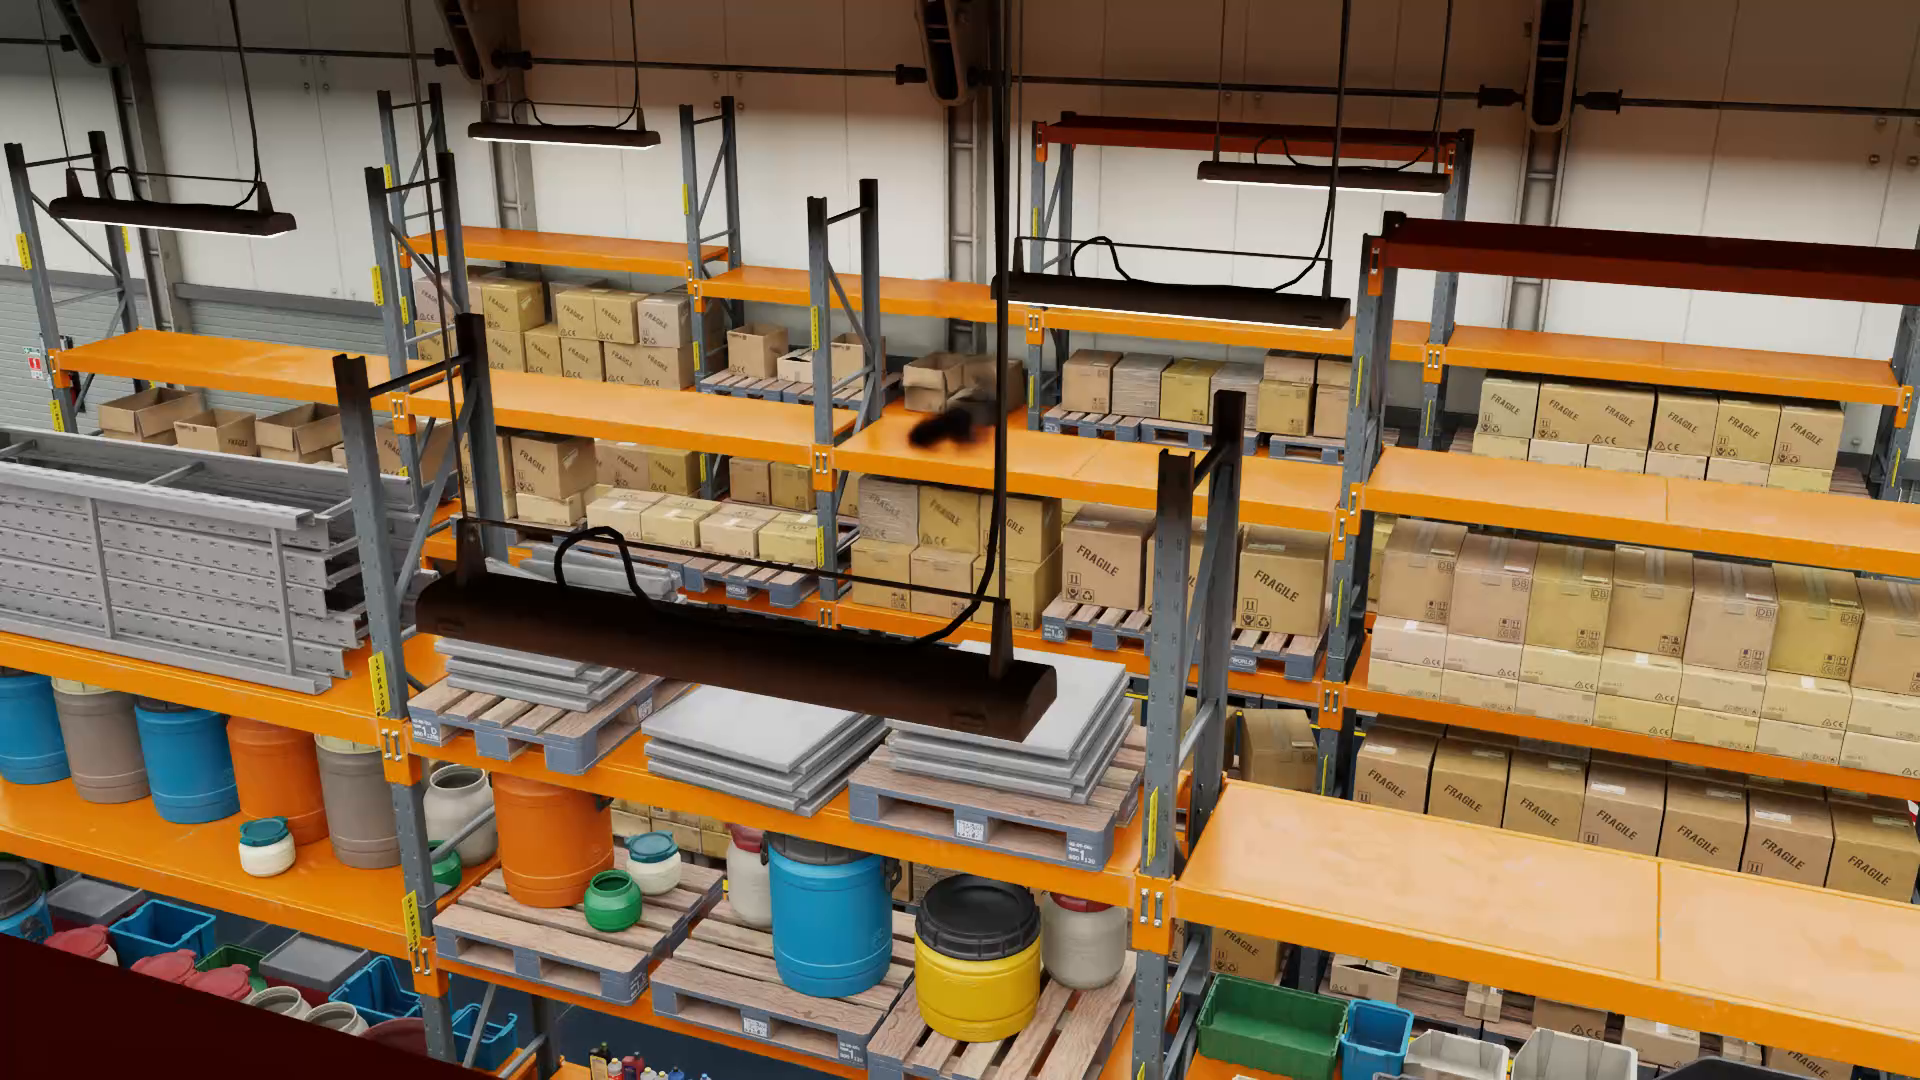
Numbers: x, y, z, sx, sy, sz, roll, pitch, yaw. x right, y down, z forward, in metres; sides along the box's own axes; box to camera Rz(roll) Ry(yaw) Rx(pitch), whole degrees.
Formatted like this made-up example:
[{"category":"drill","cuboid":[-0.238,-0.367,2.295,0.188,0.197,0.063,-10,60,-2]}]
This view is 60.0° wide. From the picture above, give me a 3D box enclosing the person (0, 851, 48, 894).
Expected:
[{"category":"person","cuboid":[-7.751,2.442,13.557,0.605,1.743,0.657,2,21,6]}]
